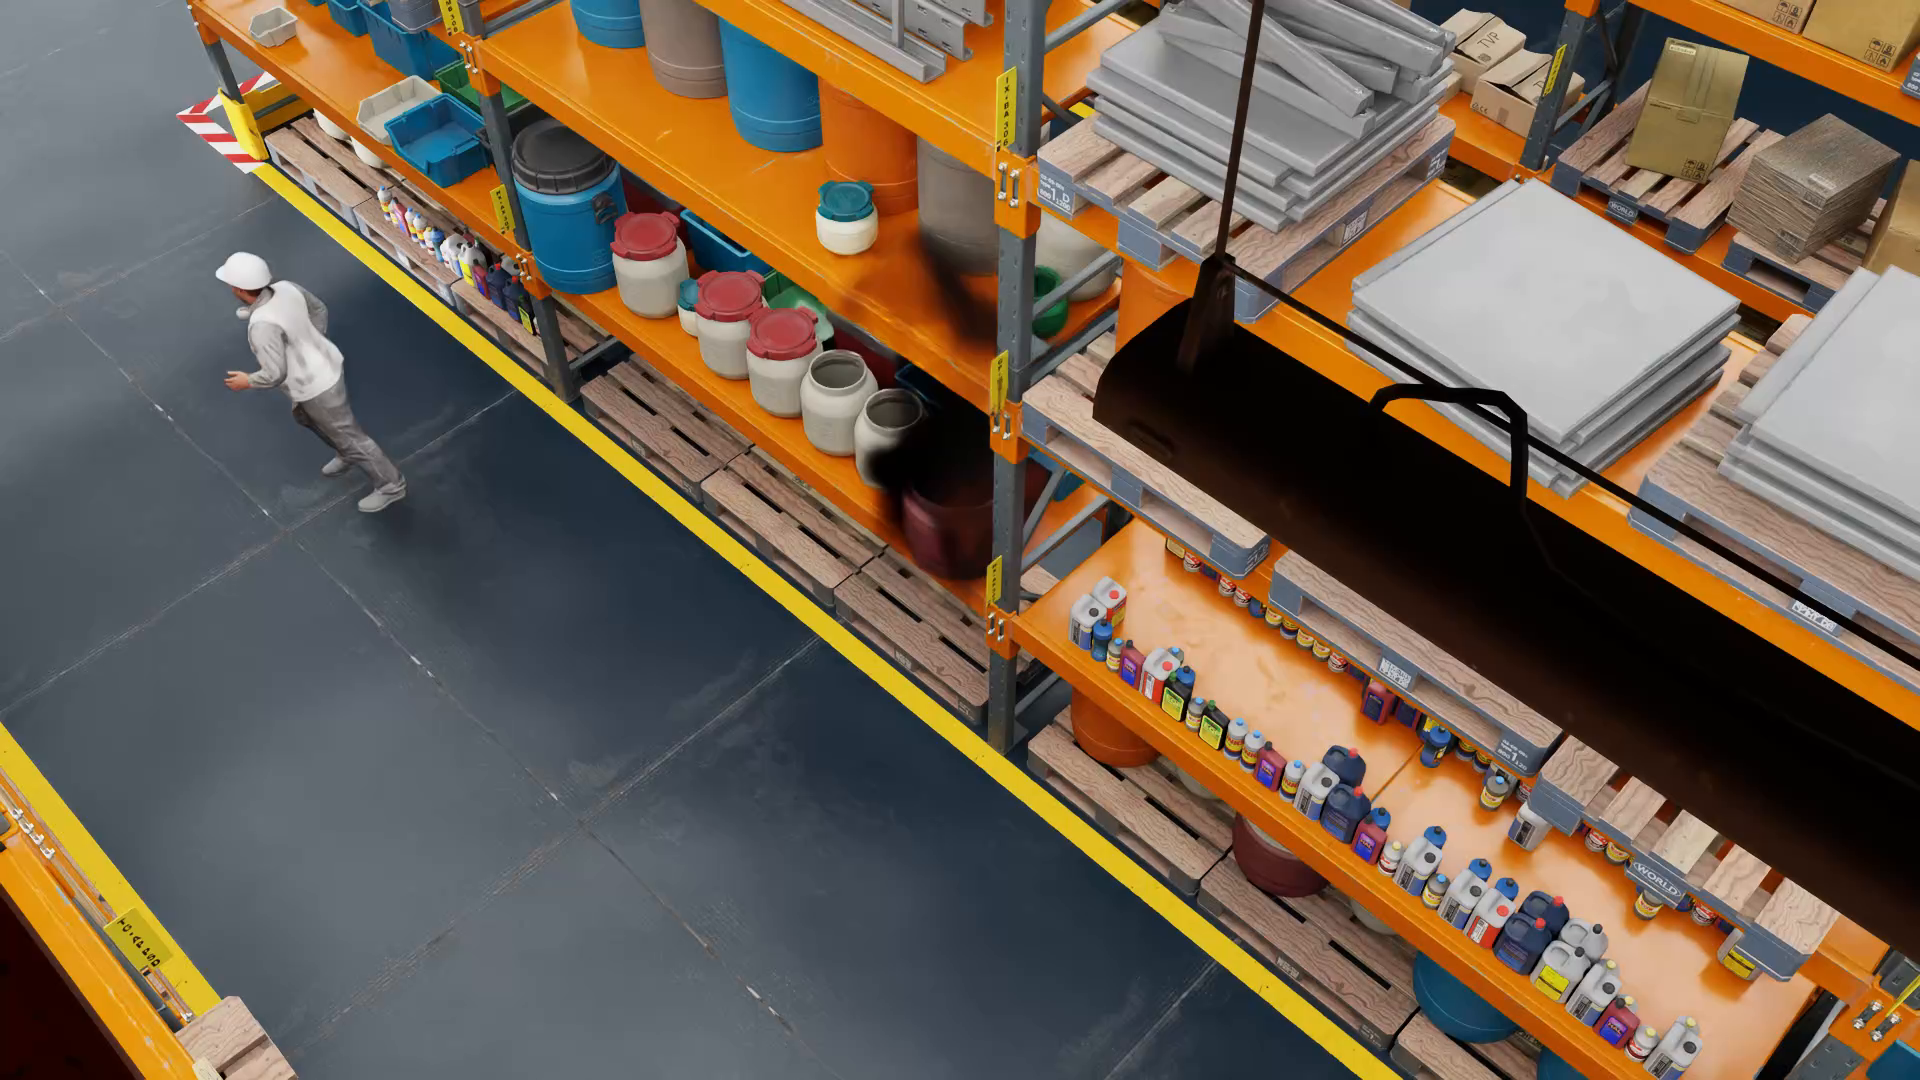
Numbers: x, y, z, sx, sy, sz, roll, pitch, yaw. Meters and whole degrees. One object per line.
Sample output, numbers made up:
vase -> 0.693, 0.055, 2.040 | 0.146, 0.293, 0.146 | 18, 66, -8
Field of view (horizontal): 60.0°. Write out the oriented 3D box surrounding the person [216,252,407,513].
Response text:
person -> -3.819, -0.923, 9.704 | 0.800, 1.732, 0.702 | -7, 50, -6
